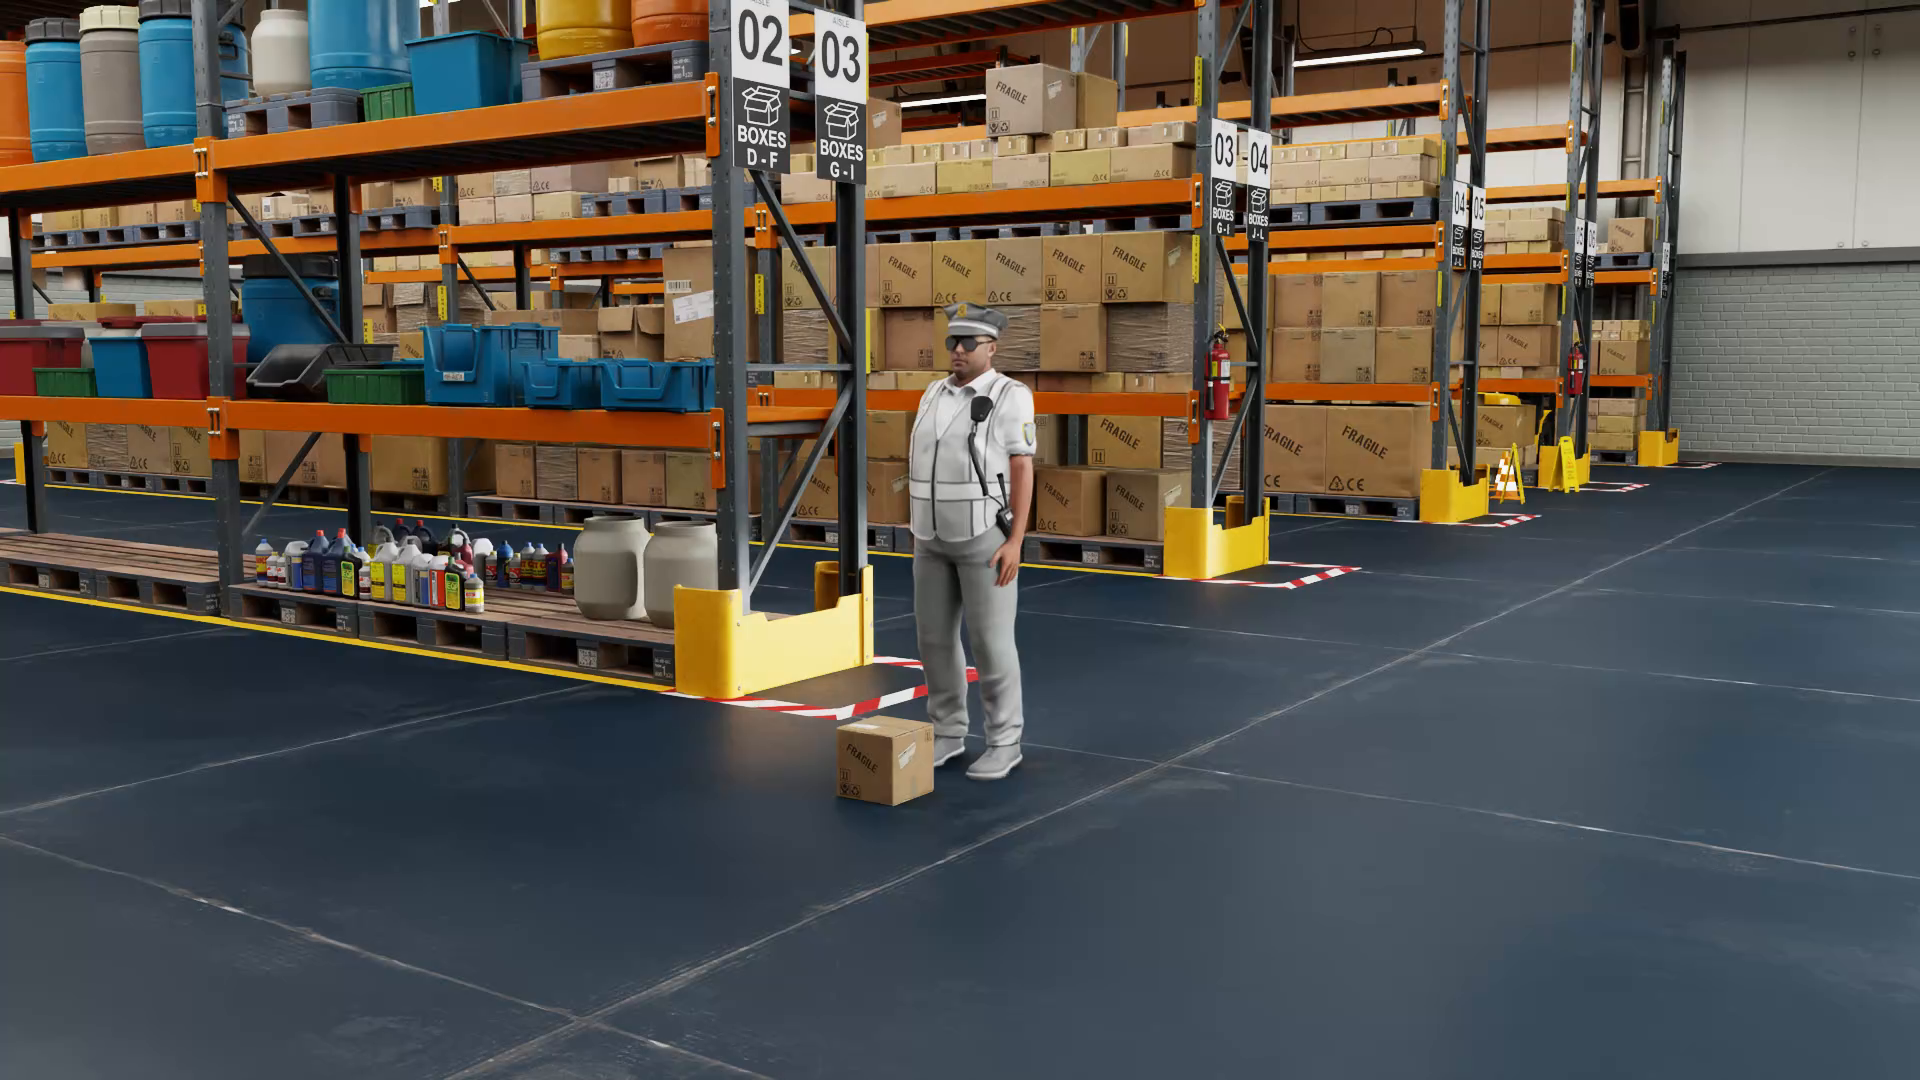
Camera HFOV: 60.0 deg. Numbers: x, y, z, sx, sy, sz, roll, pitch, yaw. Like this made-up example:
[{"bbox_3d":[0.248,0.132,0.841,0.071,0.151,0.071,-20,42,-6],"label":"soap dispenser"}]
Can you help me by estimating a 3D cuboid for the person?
[{"bbox_3d":[0.026,-0.005,6.269,0.525,1.765,0.394,4,8,35],"label":"person"}]
